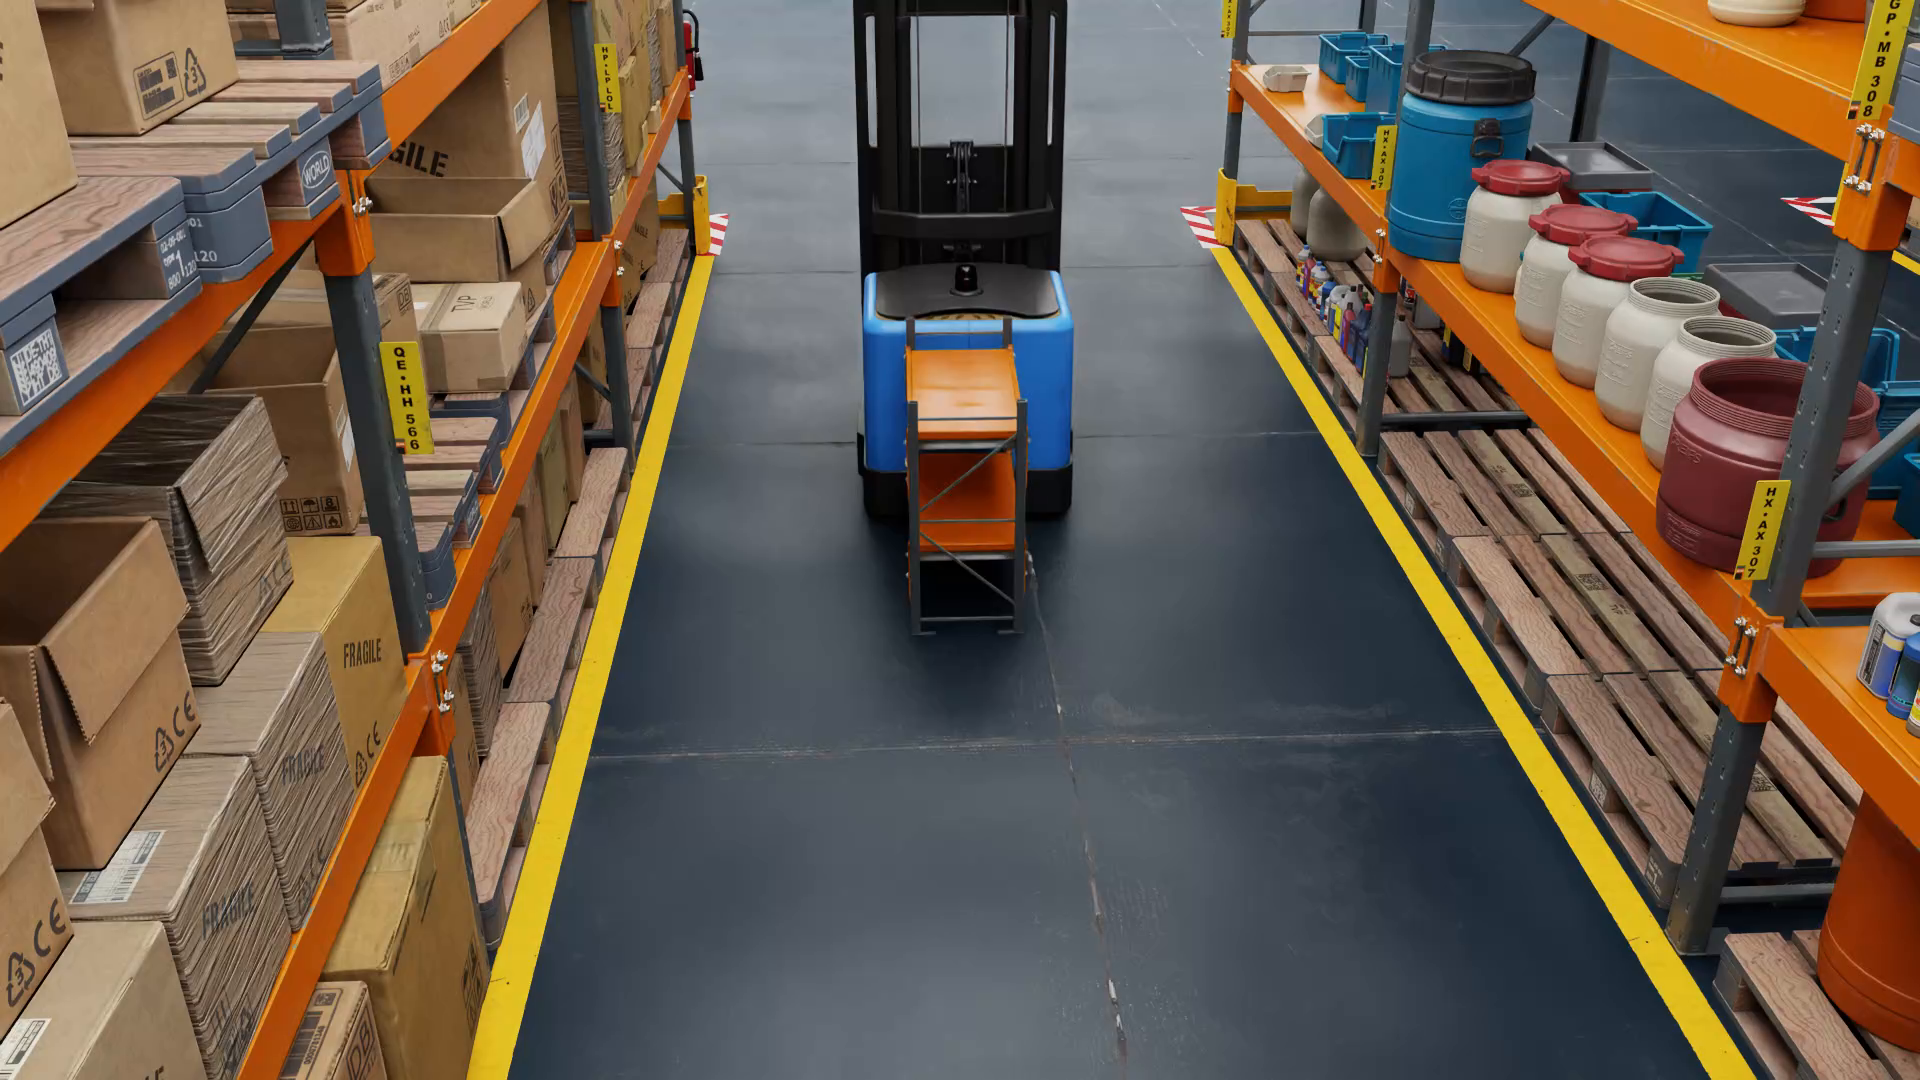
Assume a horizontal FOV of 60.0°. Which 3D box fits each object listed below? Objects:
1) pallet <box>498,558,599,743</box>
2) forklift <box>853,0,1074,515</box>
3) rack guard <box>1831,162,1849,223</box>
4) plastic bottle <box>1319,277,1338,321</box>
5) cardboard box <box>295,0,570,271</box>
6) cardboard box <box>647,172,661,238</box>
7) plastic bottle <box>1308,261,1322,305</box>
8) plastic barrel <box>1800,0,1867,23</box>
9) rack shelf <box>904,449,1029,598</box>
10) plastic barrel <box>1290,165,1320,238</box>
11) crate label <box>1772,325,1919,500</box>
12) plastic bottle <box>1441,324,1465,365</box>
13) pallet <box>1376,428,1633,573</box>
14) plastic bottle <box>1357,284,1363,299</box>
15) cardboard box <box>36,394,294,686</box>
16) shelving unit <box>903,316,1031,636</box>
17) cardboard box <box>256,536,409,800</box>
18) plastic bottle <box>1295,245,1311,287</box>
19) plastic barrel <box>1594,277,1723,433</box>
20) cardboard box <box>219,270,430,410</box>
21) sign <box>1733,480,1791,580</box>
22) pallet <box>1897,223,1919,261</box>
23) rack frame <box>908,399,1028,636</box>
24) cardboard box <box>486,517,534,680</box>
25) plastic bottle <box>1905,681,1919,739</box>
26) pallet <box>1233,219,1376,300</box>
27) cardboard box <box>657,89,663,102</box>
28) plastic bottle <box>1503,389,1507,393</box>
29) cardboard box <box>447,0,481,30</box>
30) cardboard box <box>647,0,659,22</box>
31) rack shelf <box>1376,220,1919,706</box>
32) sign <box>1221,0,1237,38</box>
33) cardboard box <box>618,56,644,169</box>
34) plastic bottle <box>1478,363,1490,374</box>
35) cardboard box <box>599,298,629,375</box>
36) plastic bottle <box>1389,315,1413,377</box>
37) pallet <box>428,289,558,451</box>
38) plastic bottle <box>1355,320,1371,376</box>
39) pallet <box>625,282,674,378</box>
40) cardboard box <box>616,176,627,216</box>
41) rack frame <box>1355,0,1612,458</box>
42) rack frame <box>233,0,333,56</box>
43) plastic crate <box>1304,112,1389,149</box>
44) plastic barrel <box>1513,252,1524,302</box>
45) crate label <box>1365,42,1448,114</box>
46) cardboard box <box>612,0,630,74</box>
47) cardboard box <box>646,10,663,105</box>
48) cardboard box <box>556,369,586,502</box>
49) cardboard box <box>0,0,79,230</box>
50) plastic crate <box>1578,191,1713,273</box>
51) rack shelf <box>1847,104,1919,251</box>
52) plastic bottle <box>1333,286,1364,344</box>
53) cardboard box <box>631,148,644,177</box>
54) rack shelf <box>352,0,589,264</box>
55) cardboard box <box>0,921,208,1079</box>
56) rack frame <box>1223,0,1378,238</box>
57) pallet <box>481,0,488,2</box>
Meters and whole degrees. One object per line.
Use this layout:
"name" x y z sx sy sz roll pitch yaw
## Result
"pallet" -2.143 0.462 7.136 1.003 0.211 1.213 -1 28 -3
"forklift" -0.008 -2.065 9.040 1.130 2.935 3.031 -1 28 -2
"rack guard" 7.431 -2.686 12.859 1.175 0.500 0.348 -1 28 -3
"plastic bottle" 2.302 -1.508 10.372 0.097 0.271 0.097 0 28 0
"cardboard box" -2.351 -1.780 7.317 1.000 1.000 1.000 -1 28 -2
"cardboard box" -2.445 -2.335 11.732 0.500 0.500 0.500 4 28 7
"plastic bottle" 2.286 -1.648 10.640 0.097 0.271 0.097 0 28 0
"plastic barrel" 3.043 -2.178 5.474 0.600 0.830 0.708 -1 28 -3
"rack shelf" 0.014 -0.098 7.750 0.538 0.278 1.000 -1 28 -2
"plastic barrel" 2.596 -2.446 11.933 0.421 0.512 0.421 0 28 0
"crate label" 3.121 -0.452 5.834 0.502 0.435 0.616 -1 28 -3
"plastic bottle" 2.922 -1.218 9.730 0.144 0.351 0.185 -1 28 -3
"pallet" 2.774 -0.220 8.444 1.003 0.211 1.213 -1 28 -3
"plastic bottle" 2.447 -1.415 10.181 0.061 0.283 0.133 -1 28 -3
"cardboard box" -2.021 -0.002 3.818 0.797 0.503 0.637 0 28 -1
"shelving unit" 0.014 -0.315 7.637 0.538 1.125 1.048 -1 28 -2
"cardboard box" -1.770 0.326 4.273 0.500 0.500 0.500 -1 28 -1
"plastic bottle" 2.269 -1.806 10.943 0.097 0.271 0.097 0 28 0
"plastic barrel" 2.614 -0.685 6.199 0.421 0.512 0.421 0 28 0
"cardboard box" -2.241 -0.586 5.567 0.700 0.500 0.500 3 28 5
"sign" 2.354 -0.027 4.881 0.100 0.325 0.005 -1 28 -3
"pallet" 7.514 -2.195 12.230 1.003 0.211 1.213 -1 28 -3
"rack frame" 0.032 -0.080 7.186 0.500 1.125 0.032 -1 28 -2
"cardboard box" -2.177 0.236 6.782 0.700 0.500 0.500 1 28 2
"plastic bottle" 2.586 0.424 4.408 0.097 0.201 0.097 0 28 0
"pallet" 2.573 -2.020 11.894 1.003 0.211 1.213 -1 28 -3
"cardboard box" -2.165 -2.962 10.958 0.380 0.149 0.250 -1 28 -3
"plastic bottle" 3.115 -0.961 9.324 0.097 0.271 0.097 0 28 0
"cardboard box" -1.877 -1.812 5.399 0.500 0.250 0.500 -1 28 -2
"cardboard box" -2.130 -3.456 10.121 0.500 0.500 0.500 -1 28 -3
"rack shelf" 2.798 -0.575 6.888 1.077 0.370 4.000 -1 28 -3
"sign" 1.936 -3.777 11.948 0.100 0.325 0.005 -1 28 -3
"cardboard box" -2.205 -2.316 9.017 0.875 0.500 0.500 -1 28 -3
"plastic bottle" 3.071 -1.112 9.608 0.152 0.276 0.135 0 28 -1
"cardboard box" -2.271 -1.226 9.607 0.500 0.500 0.500 7 28 14
"plastic bottle" 2.517 -1.133 9.567 0.144 0.351 0.185 -1 28 -3
"pallet" -2.188 -0.679 6.516 1.003 0.211 1.213 -1 28 -3
"plastic bottle" 2.373 -1.129 9.560 0.144 0.351 0.185 -2 28 -4
"pallet" -2.389 -1.336 10.584 1.003 0.211 1.213 -1 28 -3
"cardboard box" -1.963 -1.809 8.747 0.380 0.149 0.250 -1 28 -3
"rack frame" 2.694 -1.818 8.492 1.000 3.000 0.127 -1 28 -3
"rack frame" -2.043 -2.511 3.334 1.000 3.000 0.127 -1 28 -3
"plastic crate" 2.356 -2.445 9.979 0.530 0.136 0.437 -1 28 -3
"plastic barrel" 2.610 -1.142 7.345 0.301 0.262 0.301 0 28 0
"crate label" 2.851 -2.838 10.409 0.502 0.435 0.616 -1 28 -3
"cardboard box" -2.049 -2.763 8.793 0.500 0.500 0.500 -1 28 -3
"cardboard box" -2.331 -3.007 10.343 0.875 0.500 0.500 -1 28 -3
"cardboard box" -2.242 -0.501 8.195 0.700 0.500 0.500 -3 28 -7
"cardboard box" -1.807 -0.735 2.610 0.500 0.500 0.500 0 28 0
"plastic crate" 3.062 -1.309 7.534 0.392 0.384 0.575 -1 28 -3
"rack shelf" 3.007 -0.058 2.652 1.077 0.370 4.000 -1 28 -3
"plastic bottle" 2.346 -1.367 10.016 0.144 0.351 0.185 -2 28 -3
"cardboard box" -1.998 -2.156 9.412 0.380 0.149 0.250 -1 28 -3
"rack shelf" -2.148 -1.786 5.965 1.077 0.370 4.000 -1 28 -3
"cardboard box" -1.694 1.031 2.921 0.500 0.500 0.500 -1 28 -2
"rack frame" 2.485 -3.665 12.034 1.000 3.000 0.127 -1 28 -3
"pallet" -2.269 -2.179 6.143 1.213 0.211 1.003 -1 28 -3
